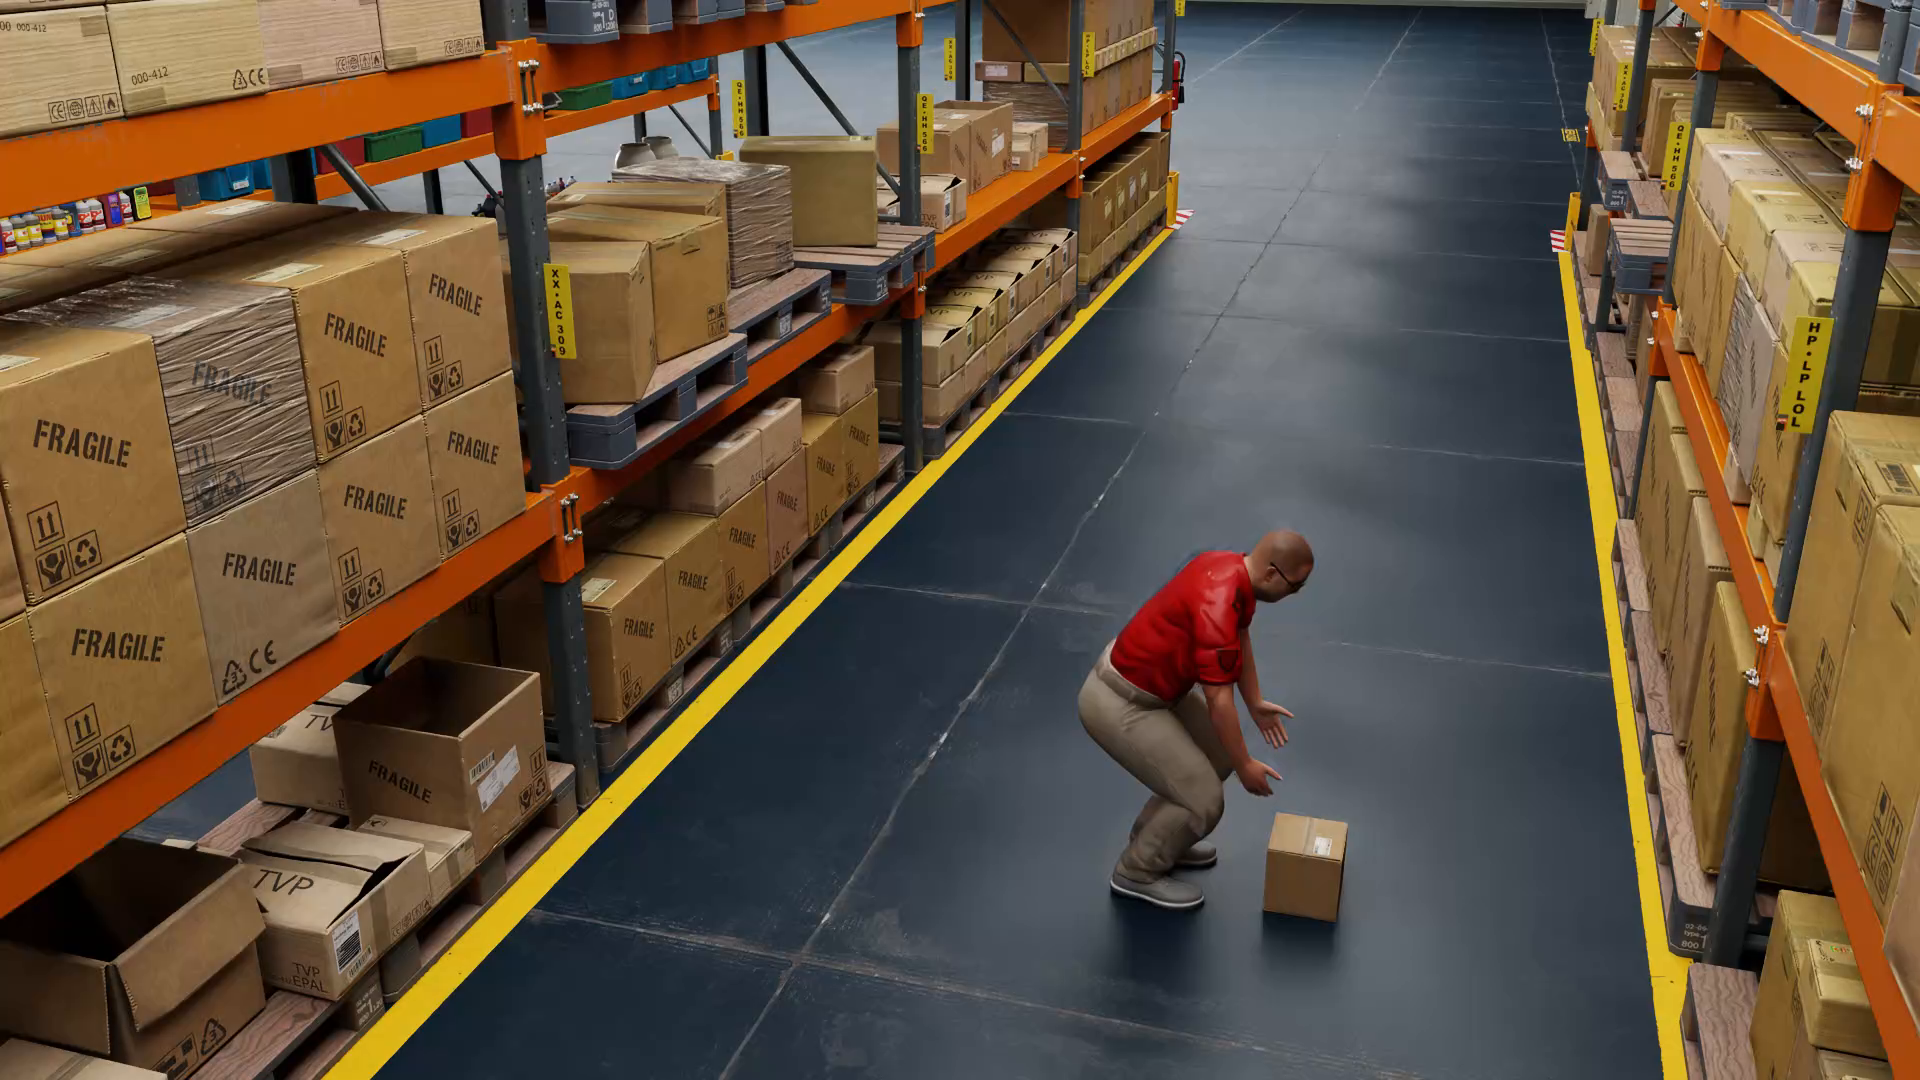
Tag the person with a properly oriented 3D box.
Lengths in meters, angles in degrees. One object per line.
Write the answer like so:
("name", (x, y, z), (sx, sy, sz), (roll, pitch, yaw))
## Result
("person", (0.793, 0.568, 5.710), (0.741, 1.349, 0.590), (6, 23, 16))
